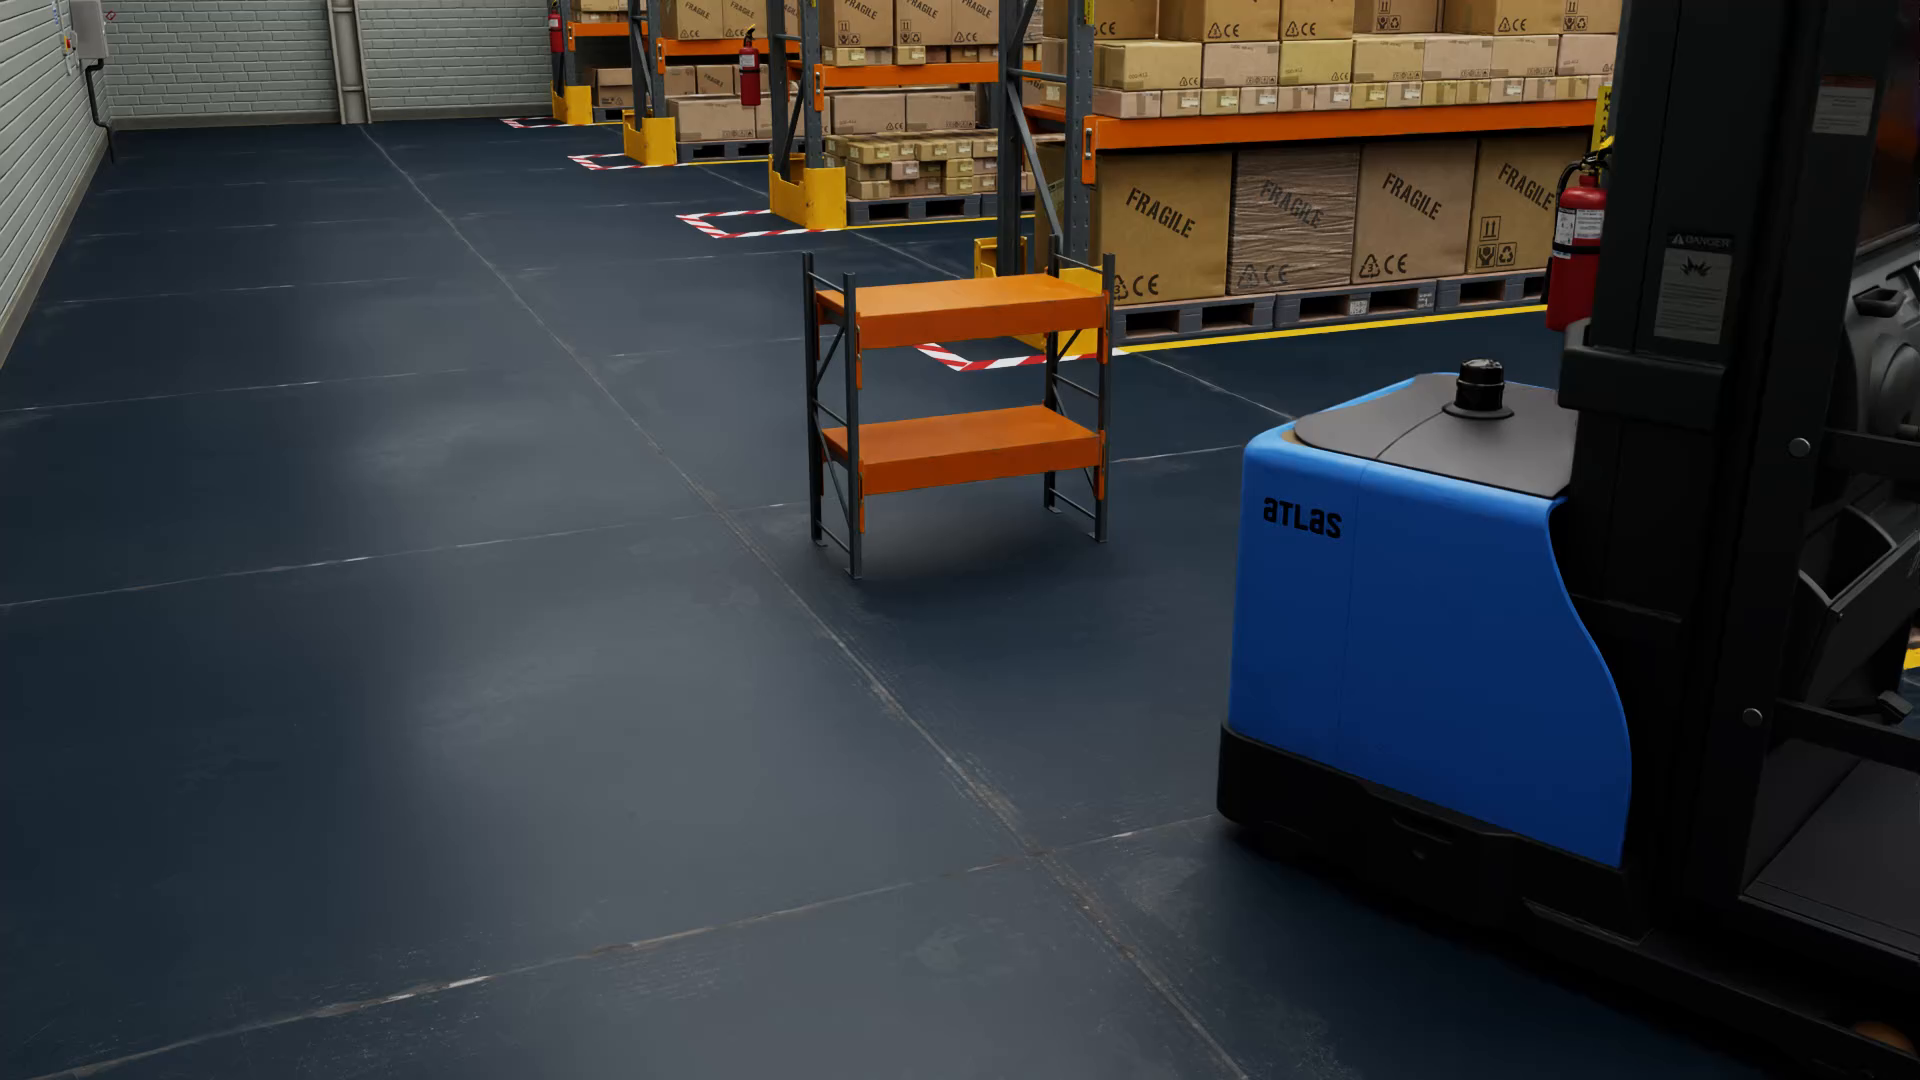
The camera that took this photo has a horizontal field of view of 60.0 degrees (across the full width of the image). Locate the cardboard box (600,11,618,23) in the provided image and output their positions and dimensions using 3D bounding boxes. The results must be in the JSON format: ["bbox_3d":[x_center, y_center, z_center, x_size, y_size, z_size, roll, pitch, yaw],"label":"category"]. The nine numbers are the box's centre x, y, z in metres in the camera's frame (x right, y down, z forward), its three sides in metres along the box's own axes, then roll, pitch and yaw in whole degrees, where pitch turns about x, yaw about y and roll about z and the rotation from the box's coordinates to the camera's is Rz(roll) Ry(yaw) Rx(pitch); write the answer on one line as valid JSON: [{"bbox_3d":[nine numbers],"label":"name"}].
[{"bbox_3d":[-4.789,-7.081,22.494,0.250,0.149,0.380,-8,21,-21],"label":"cardboard box"}]

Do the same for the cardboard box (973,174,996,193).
[{"bbox_3d":[0.124,-3.165,14.653,0.250,0.149,0.380,-8,21,-22],"label":"cardboard box"}]

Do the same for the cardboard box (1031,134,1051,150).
[{"bbox_3d":[0.617,-3.524,14.777,0.250,0.149,0.380,-8,21,-22],"label":"cardboard box"}]

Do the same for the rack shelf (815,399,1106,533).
[{"bbox_3d":[-0.006,-0.299,6.414,1.000,0.278,0.538,-8,21,-22],"label":"rack shelf"}]

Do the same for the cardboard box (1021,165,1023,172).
[{"bbox_3d":[0.372,-3.358,14.755,0.250,0.149,0.380,-7,21,-19],"label":"cardboard box"}]

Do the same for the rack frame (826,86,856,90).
[{"bbox_3d":[-1.742,-7.719,23.927,0.127,3.000,1.000,-8,21,-22],"label":"rack frame"}]

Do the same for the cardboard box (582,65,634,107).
[{"bbox_3d":[-4.816,-6.264,22.924,0.637,0.503,0.797,-9,21,-24],"label":"cardboard box"}]

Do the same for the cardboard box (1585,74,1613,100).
[{"bbox_3d":[4.003,-2.925,10.690,0.250,0.149,0.380,-8,21,-22],"label":"cardboard box"}]

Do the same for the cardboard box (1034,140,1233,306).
[{"bbox_3d":[1.036,-1.962,10.143,0.875,0.875,0.875,-8,21,-22],"label":"cardboard box"}]

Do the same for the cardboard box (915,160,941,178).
[{"bbox_3d":[-0.345,-3.245,14.435,0.250,0.149,0.380,-8,21,-21],"label":"cardboard box"}]

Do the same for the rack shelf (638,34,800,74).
[{"bbox_3d":[-1.609,-5.603,19.002,4.000,0.370,1.077,-8,21,-22],"label":"rack shelf"}]

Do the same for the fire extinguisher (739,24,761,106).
[{"bbox_3d":[-1.806,-4.078,14.266,0.183,0.674,0.296,-8,21,-22],"label":"fire extinguisher"}]

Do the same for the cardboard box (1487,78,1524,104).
[{"bbox_3d":[3.295,-2.823,10.402,0.250,0.149,0.380,-8,21,-21],"label":"cardboard box"}]

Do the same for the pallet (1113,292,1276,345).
[{"bbox_3d":[1.183,-1.471,10.382,1.213,0.211,1.003,-8,21,-22],"label":"pallet"}]

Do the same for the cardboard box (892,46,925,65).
[{"bbox_3d":[-0.479,-4.072,13.949,0.250,0.149,0.380,-9,21,-23],"label":"cardboard box"}]

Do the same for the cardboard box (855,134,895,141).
[{"bbox_3d":[-0.752,-3.479,14.652,0.250,0.149,0.380,-8,21,-21],"label":"cardboard box"}]

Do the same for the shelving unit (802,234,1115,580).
[{"bbox_3d":[-0.006,-0.530,6.333,1.048,1.125,0.538,-8,21,-22],"label":"shelving unit"}]

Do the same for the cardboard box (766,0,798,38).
[{"bbox_3d":[-1.963,-5.838,18.436,0.500,0.500,0.500,-8,21,-22],"label":"cardboard box"}]

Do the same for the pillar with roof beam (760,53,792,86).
[{"bbox_3d":[-1.033,-9.419,19.723,0.400,9.000,9.100,-8,21,-22],"label":"pillar with roof beam"}]

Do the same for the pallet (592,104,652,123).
[{"bbox_3d":[-4.613,-5.992,23.223,1.213,0.211,1.003,-8,21,-22],"label":"pallet"}]

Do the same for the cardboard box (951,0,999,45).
[{"bbox_3d":[0.066,-4.484,14.142,0.500,0.500,0.500,-8,21,-21],"label":"cardboard box"}]

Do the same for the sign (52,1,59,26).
[{"bbox_3d":[-8.650,-5.035,15.898,0.001,0.218,0.327,-8,21,-22],"label":"sign"}]

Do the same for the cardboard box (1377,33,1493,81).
[{"bbox_3d":[2.909,-2.979,10.243,0.500,0.250,0.500,-8,21,-21],"label":"cardboard box"}]

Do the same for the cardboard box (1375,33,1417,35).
[{"bbox_3d":[2.686,-3.137,10.693,0.500,0.250,0.500,-8,21,-21],"label":"cardboard box"}]

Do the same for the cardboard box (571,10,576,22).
[{"bbox_3d":[-5.217,-7.199,22.830,0.250,0.149,0.380,-8,21,-23],"label":"cardboard box"}]

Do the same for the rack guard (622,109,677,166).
[{"bbox_3d":[-3.467,-4.497,18.541,0.348,0.500,1.175,-8,21,-22],"label":"rack guard"}]

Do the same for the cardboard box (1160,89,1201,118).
[{"bbox_3d":[1.172,-2.519,9.538,0.250,0.149,0.380,-8,21,-23],"label":"cardboard box"}]

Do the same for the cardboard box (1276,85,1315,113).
[{"bbox_3d":[1.880,-2.620,9.826,0.250,0.149,0.380,-9,21,-23],"label":"cardboard box"}]

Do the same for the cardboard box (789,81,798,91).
[{"bbox_3d":[-2.465,-6.417,23.715,0.258,0.266,0.396,-7,21,-20],"label":"cardboard box"}]

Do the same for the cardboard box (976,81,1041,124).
[{"bbox_3d":[0.765,-5.507,20.213,0.875,0.875,0.875,-7,21,-20],"label":"cardboard box"}]

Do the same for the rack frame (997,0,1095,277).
[{"bbox_3d":[0.480,-2.657,9.552,0.127,3.000,1.000,-8,21,-22],"label":"rack frame"}]

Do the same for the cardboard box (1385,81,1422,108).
[{"bbox_3d":[2.589,-2.722,10.116,0.250,0.149,0.380,-8,21,-21],"label":"cardboard box"}]

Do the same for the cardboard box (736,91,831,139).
[{"bbox_3d":[-2.042,-4.909,19.173,0.875,0.438,0.875,-8,21,-20],"label":"cardboard box"}]

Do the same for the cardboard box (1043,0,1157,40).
[{"bbox_3d":[0.823,-3.225,9.812,0.500,0.500,0.500,-8,21,-21],"label":"cardboard box"}]

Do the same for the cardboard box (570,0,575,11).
[{"bbox_3d":[-5.097,-7.403,22.810,0.500,0.250,0.500,-8,21,-20],"label":"cardboard box"}]

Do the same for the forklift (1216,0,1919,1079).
[{"bbox_3d":[2.094,-0.404,3.257,3.031,2.935,1.130,17,26,40],"label":"forklift"}]

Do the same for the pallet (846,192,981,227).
[{"bbox_3d":[-0.562,-2.974,14.650,1.213,0.211,1.003,-8,21,-22],"label":"pallet"}]

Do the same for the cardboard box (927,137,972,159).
[{"bbox_3d":[-0.093,-3.407,14.447,0.250,0.149,0.380,-9,21,-25],"label":"cardboard box"}]

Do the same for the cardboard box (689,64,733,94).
[{"bbox_3d":[-3.490,-6.403,23.321,0.500,0.500,0.500,-8,21,-21],"label":"cardboard box"}]

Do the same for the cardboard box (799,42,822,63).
[{"bbox_3d":[-1.204,-4.193,14.294,0.250,0.149,0.380,-8,21,-22],"label":"cardboard box"}]

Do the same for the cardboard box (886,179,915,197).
[{"bbox_3d":[-0.576,-3.067,14.376,0.250,0.149,0.380,-8,21,-22],"label":"cardboard box"}]

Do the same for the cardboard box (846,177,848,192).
[{"bbox_3d":[-0.991,-3.169,14.666,0.250,0.149,0.380,-8,21,-21],"label":"cardboard box"}]

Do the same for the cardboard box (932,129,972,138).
[{"bbox_3d":[-0.078,-3.619,15.049,0.250,0.149,0.380,-7,21,-20],"label":"cardboard box"}]

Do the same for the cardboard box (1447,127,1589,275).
[{"bbox_3d":[3.515,-2.317,11.152,0.875,0.875,0.875,-8,21,-22],"label":"cardboard box"}]

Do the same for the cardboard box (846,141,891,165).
[{"bbox_3d":[-0.776,-3.282,14.092,0.250,0.149,0.380,-9,21,-24],"label":"cardboard box"}]

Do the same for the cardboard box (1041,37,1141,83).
[{"bbox_3d":[0.820,-2.871,9.938,0.500,0.250,0.500,-9,21,-23],"label":"cardboard box"}]

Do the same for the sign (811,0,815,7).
[{"bbox_3d":[-1.177,-4.426,13.272,0.005,0.325,0.100,-8,21,-22],"label":"sign"}]

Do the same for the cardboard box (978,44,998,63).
[{"bbox_3d":[0.201,-4.200,14.313,0.250,0.149,0.380,-9,21,-23],"label":"cardboard box"}]

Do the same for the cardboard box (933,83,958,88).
[{"bbox_3d":[-0.264,-6.870,24.648,0.500,0.500,0.500,-9,21,-24],"label":"cardboard box"}]

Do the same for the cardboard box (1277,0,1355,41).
[{"bbox_3d":[1.960,-3.197,9.734,0.500,0.500,0.500,-9,21,-23],"label":"cardboard box"}]

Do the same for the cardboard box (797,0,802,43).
[{"bbox_3d":[-1.081,-4.508,14.210,0.500,0.500,0.500,-8,21,-21],"label":"cardboard box"}]

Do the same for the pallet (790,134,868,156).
[{"bbox_3d":[-1.623,-4.652,19.417,1.213,0.211,1.003,-8,21,-22],"label":"pallet"}]

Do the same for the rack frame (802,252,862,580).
[{"bbox_3d":[-0.473,-0.463,6.143,0.032,1.125,0.500,-8,21,-22],"label":"rack frame"}]

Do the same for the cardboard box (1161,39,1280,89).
[{"bbox_3d":[1.503,-2.778,9.673,0.500,0.250,0.500,-8,21,-23],"label":"cardboard box"}]

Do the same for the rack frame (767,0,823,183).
[{"bbox_3d":[-1.392,-4.183,13.885,0.127,3.000,1.000,-8,21,-22],"label":"rack frame"}]
